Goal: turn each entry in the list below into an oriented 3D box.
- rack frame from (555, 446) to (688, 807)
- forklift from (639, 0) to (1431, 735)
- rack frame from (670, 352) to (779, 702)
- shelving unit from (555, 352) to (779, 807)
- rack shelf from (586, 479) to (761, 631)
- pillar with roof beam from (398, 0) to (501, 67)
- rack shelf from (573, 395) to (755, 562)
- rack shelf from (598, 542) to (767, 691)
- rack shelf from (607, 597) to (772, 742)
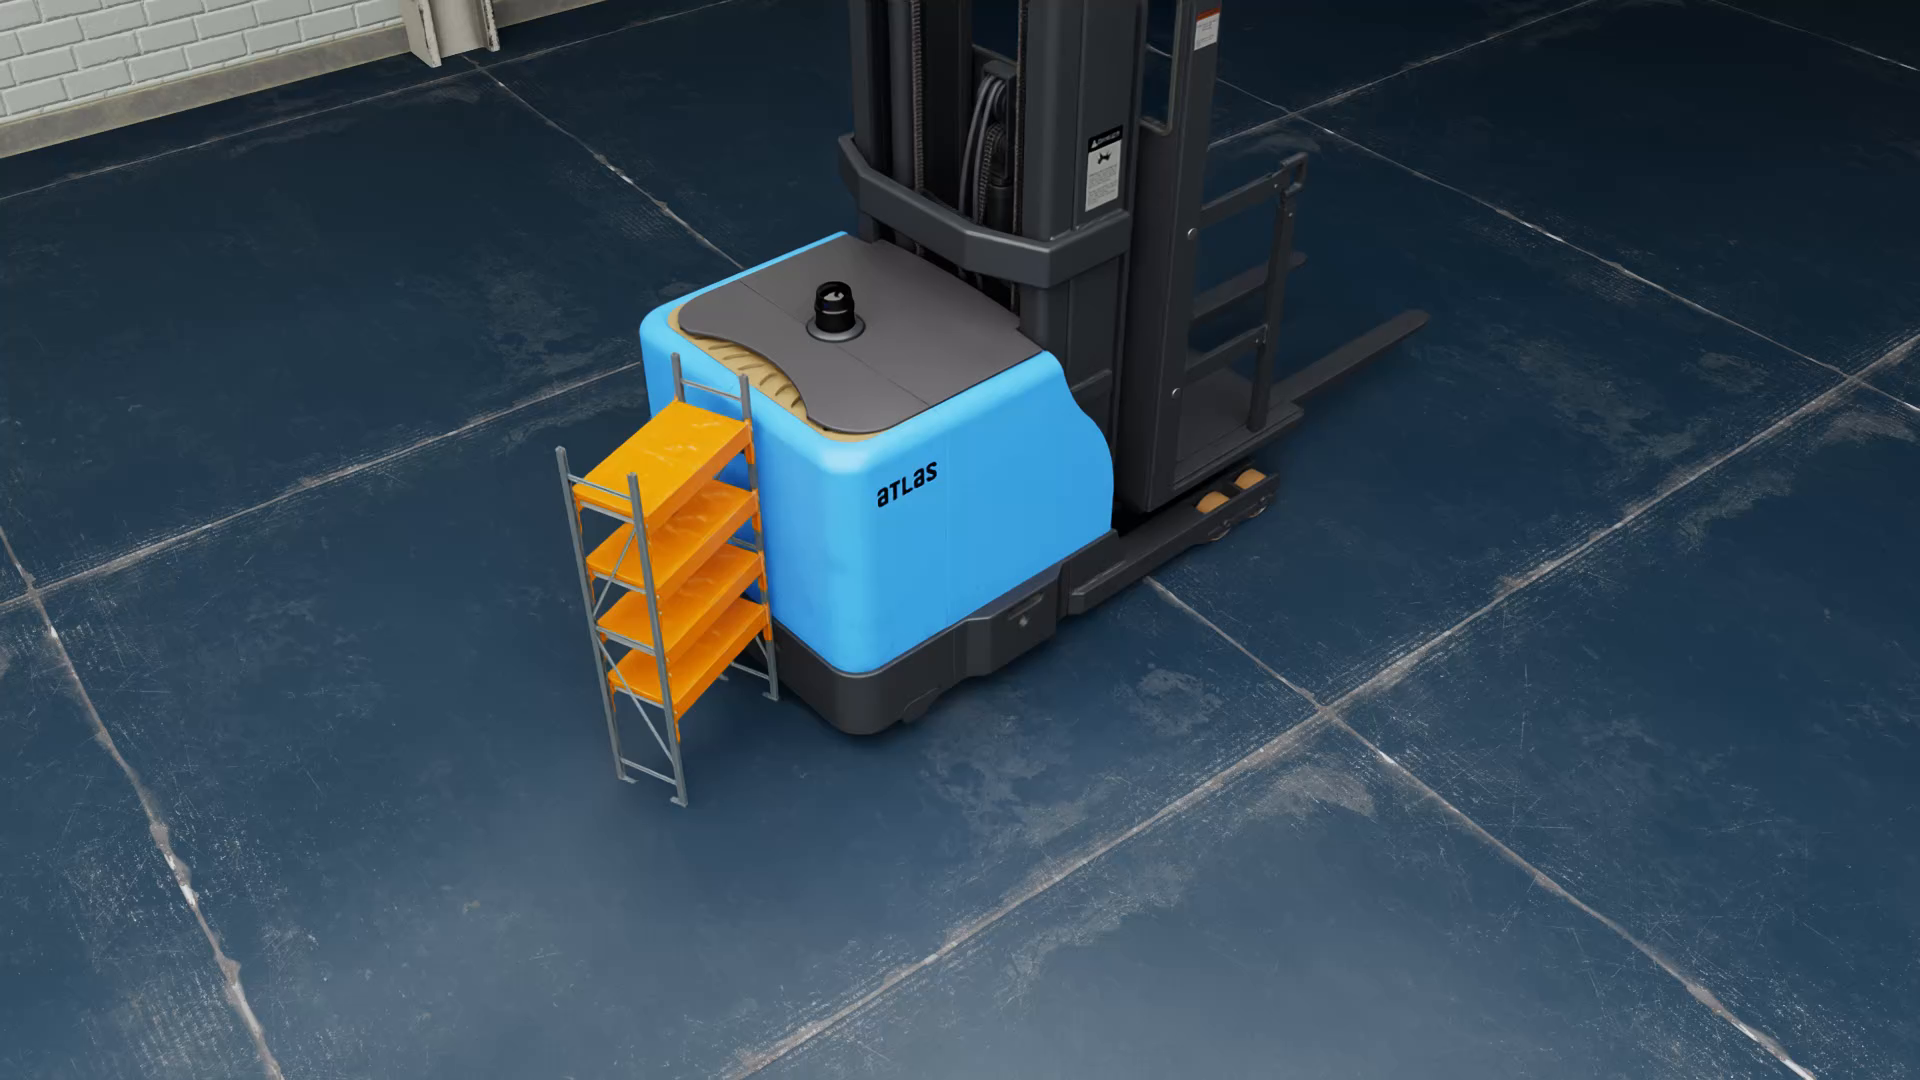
[{"bbox_3d":[-0.897,0.270,4.475,0.240,1.200,0.015,19,43,21],"label":"rack frame"},{"bbox_3d":[0.480,-1.357,5.093,3.031,2.935,1.130,-29,48,-31],"label":"forklift"},{"bbox_3d":[-0.669,-0.004,4.809,0.240,1.200,0.015,19,43,21],"label":"rack frame"},{"bbox_3d":[-0.783,0.133,4.642,0.258,1.200,0.503,19,43,21],"label":"shelving unit"},{"bbox_3d":[-0.783,0.012,4.543,0.258,0.148,0.480,19,43,21],"label":"rack shelf"},{"bbox_3d":[-0.105,-3.966,3.489,0.400,9.000,9.100,-26,46,-28],"label":"pillar with roof beam"},{"bbox_3d":[-0.783,-0.171,4.393,0.258,0.148,0.480,19,43,21],"label":"rack shelf"},{"bbox_3d":[-0.783,0.185,4.685,0.258,0.148,0.480,19,43,21],"label":"rack shelf"},{"bbox_3d":[-0.783,0.338,4.811,0.258,0.148,0.480,19,43,21],"label":"rack shelf"}]
